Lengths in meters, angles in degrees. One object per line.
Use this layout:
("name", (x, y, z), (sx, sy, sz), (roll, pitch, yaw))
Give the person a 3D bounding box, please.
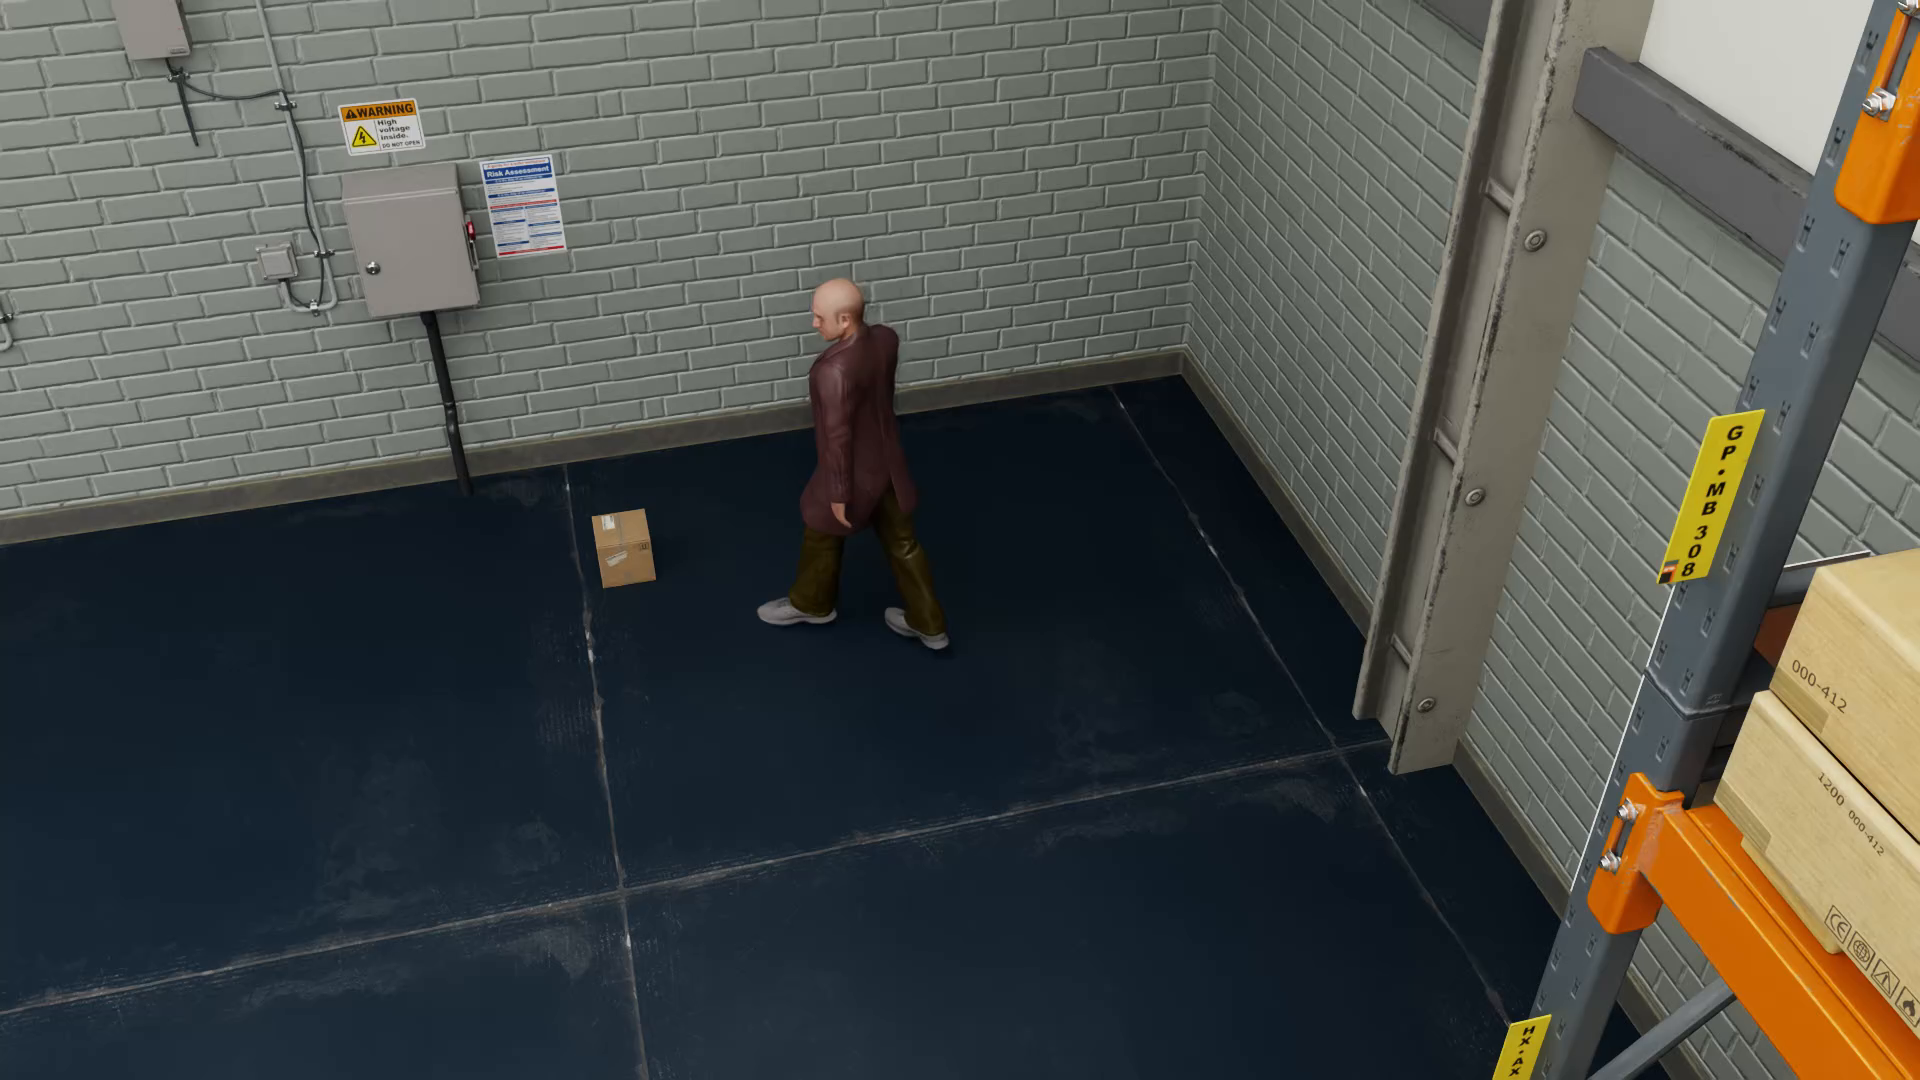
("person", (-0.443, -0.310, 7.115), (0.901, 1.766, 0.601), (22, 43, 26))
